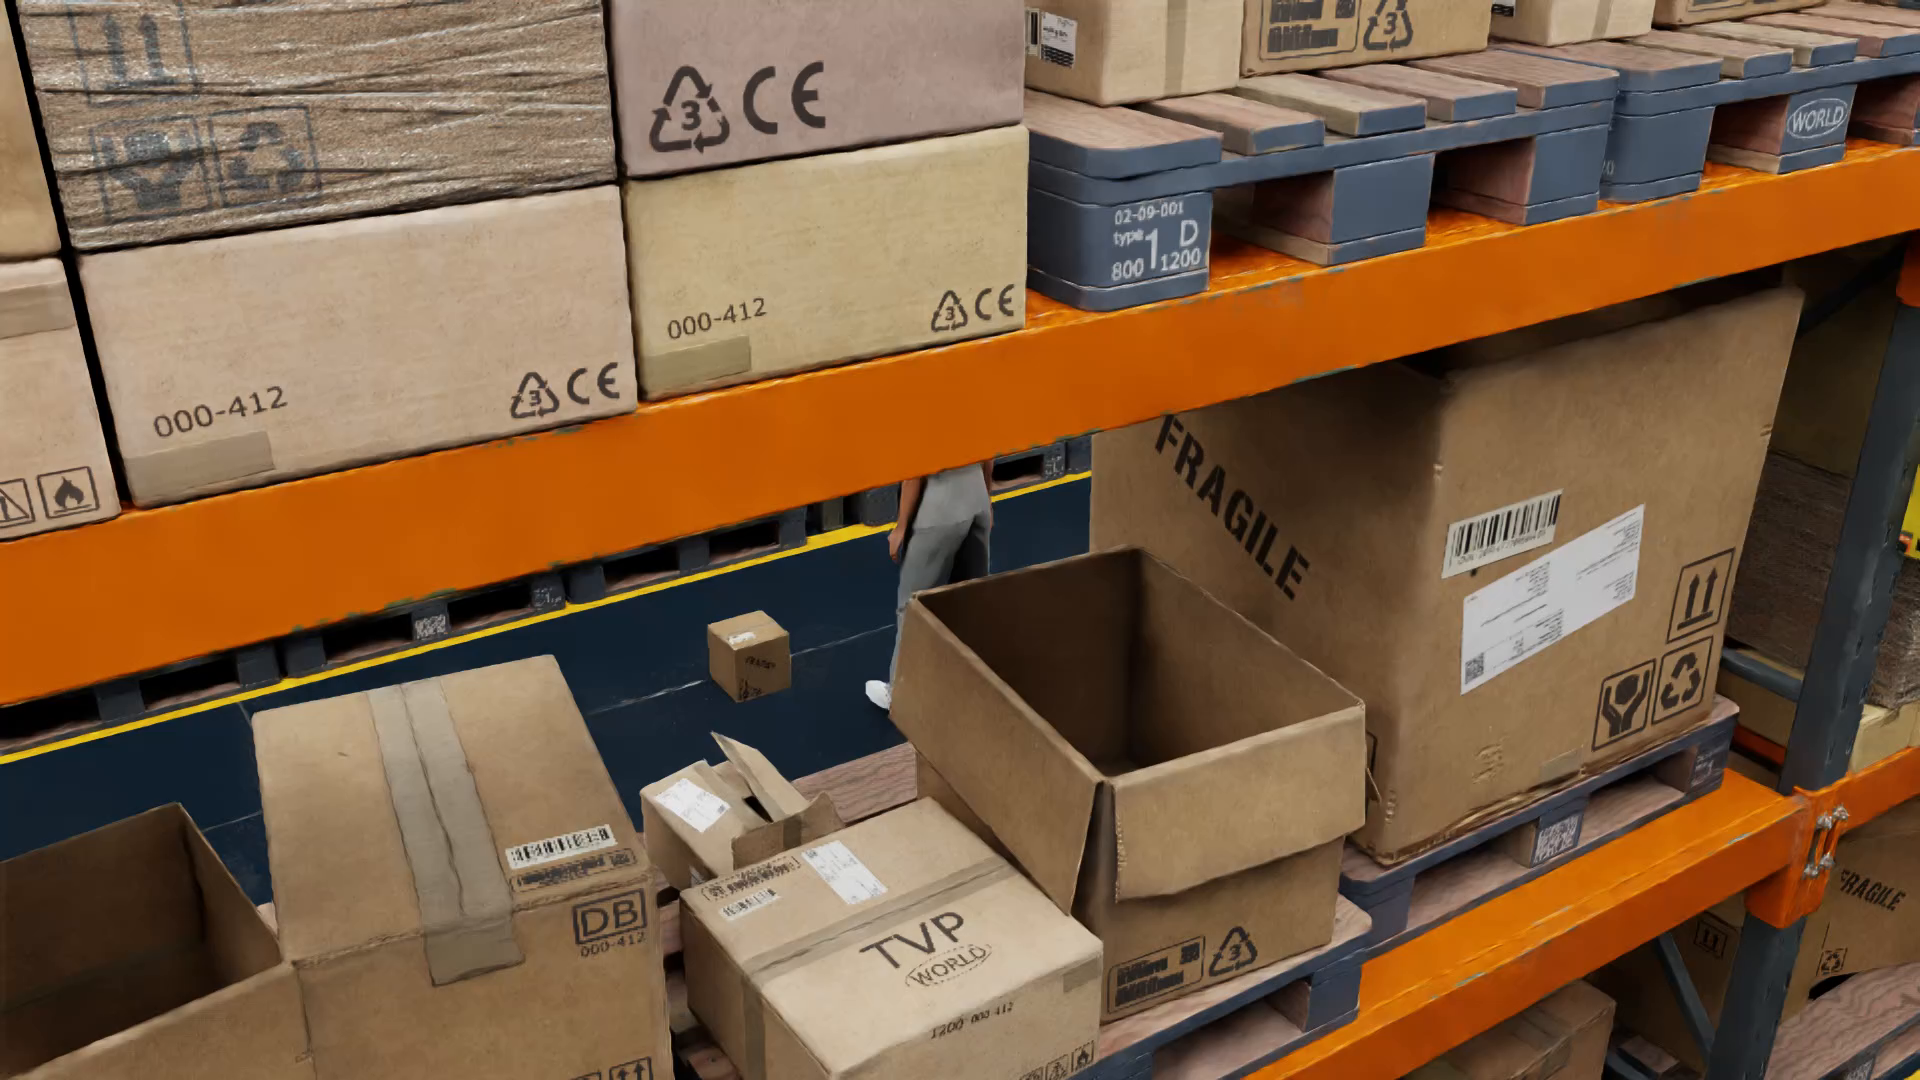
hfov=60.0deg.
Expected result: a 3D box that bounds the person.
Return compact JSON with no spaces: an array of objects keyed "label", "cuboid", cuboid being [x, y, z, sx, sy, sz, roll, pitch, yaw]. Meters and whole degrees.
[{"label":"person","cuboid":[-0.103,-0.098,6.268,0.493,1.678,0.507,15,29,29]}]
